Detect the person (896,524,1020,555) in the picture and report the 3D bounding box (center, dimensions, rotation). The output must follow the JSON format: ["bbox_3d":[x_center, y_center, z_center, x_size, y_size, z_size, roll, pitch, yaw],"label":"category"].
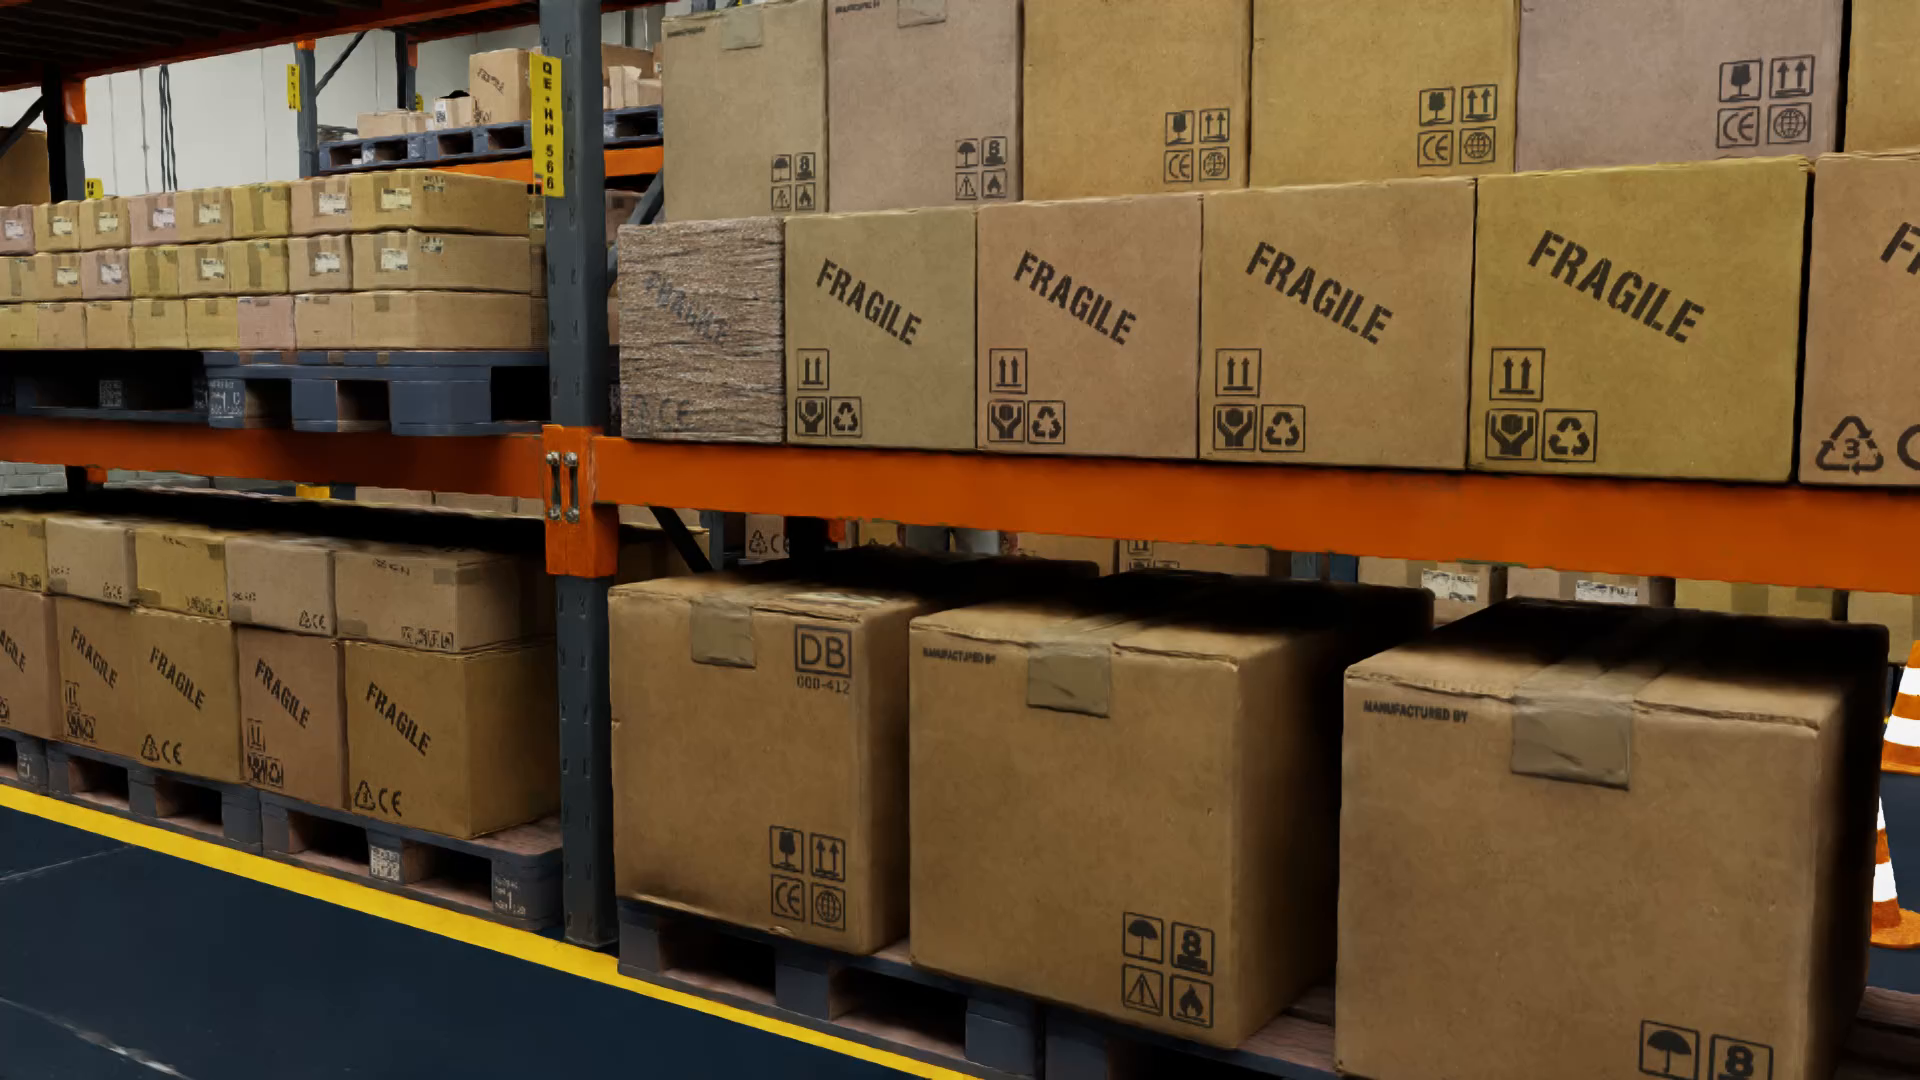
[{"bbox_3d":[-0.006,-0.067,6.551,0.512,1.672,0.349,0,6,1],"label":"person"}]
